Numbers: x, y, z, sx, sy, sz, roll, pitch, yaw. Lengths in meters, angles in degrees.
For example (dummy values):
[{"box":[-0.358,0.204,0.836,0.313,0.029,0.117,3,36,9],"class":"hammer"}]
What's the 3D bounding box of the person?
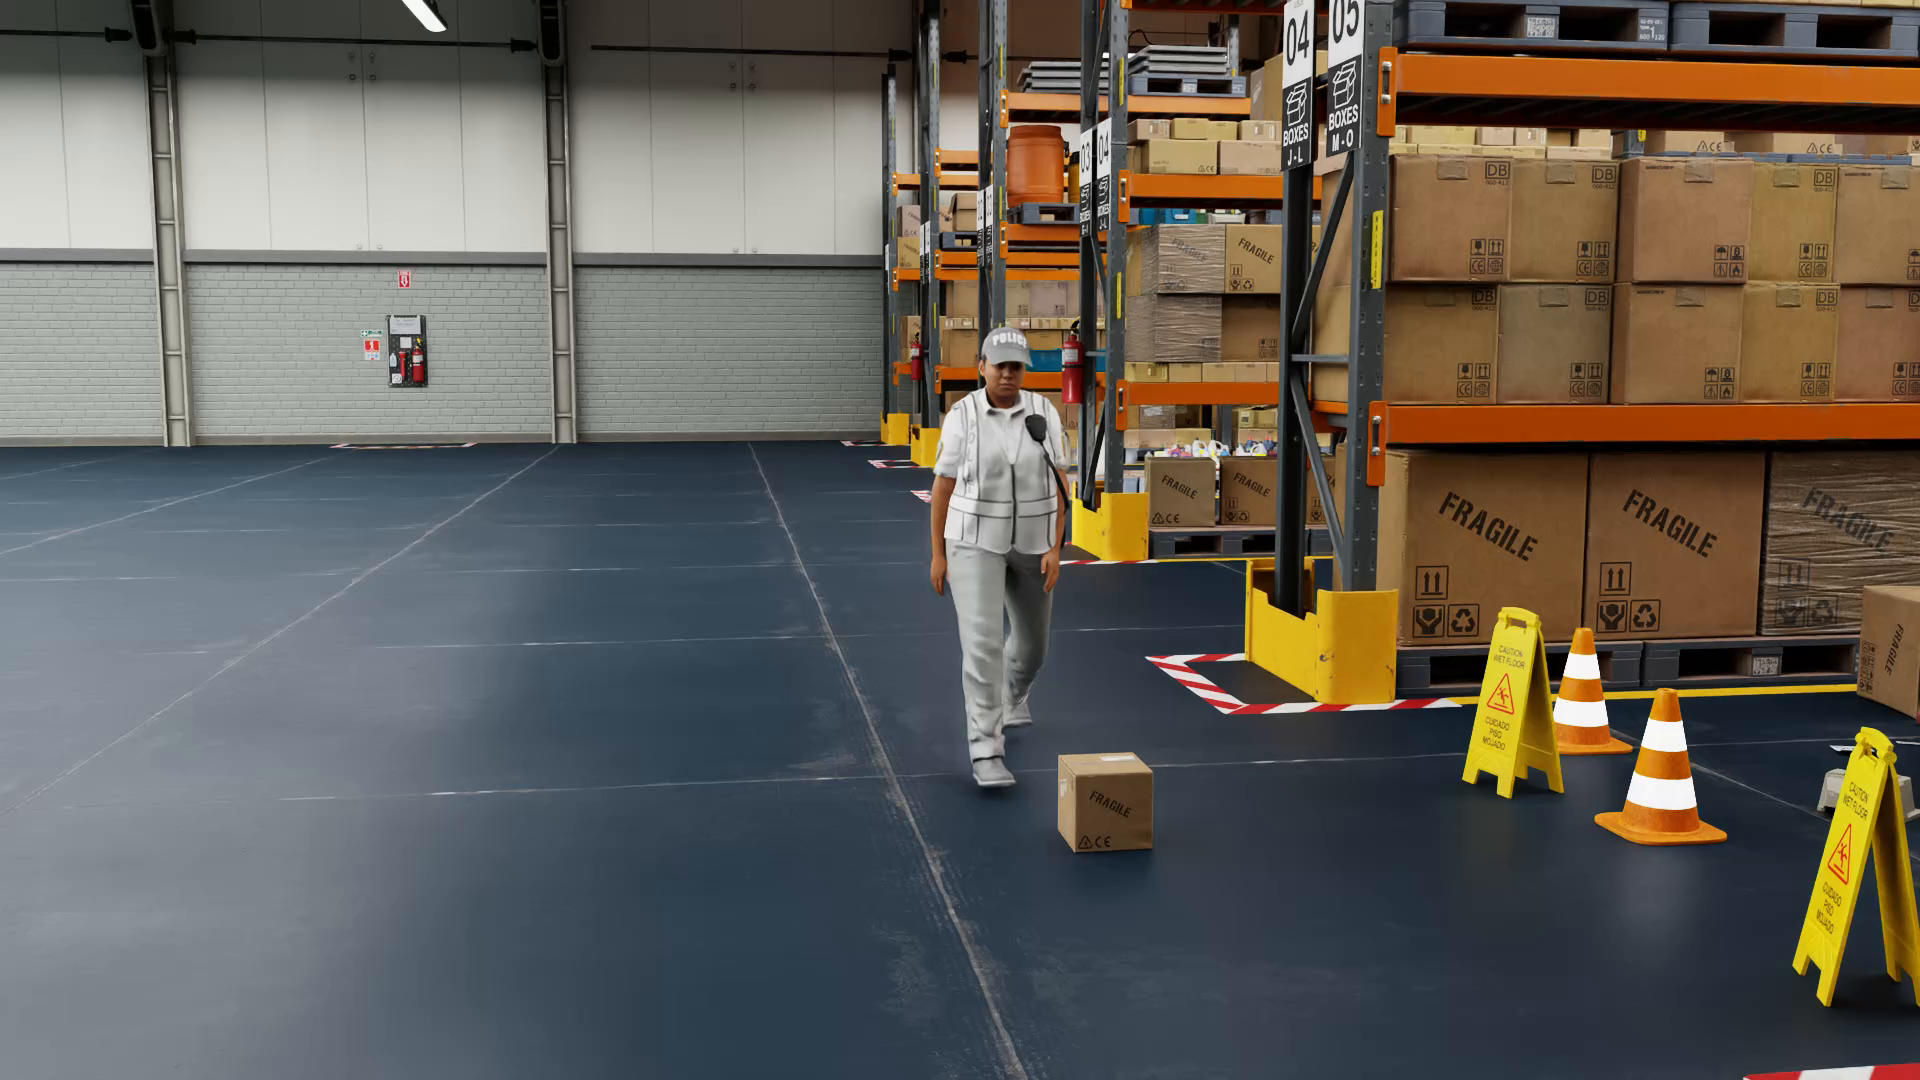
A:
[{"box":[0.143,0.026,6.156,0.496,1.618,0.991,-2,7,-13],"class":"person"}]
